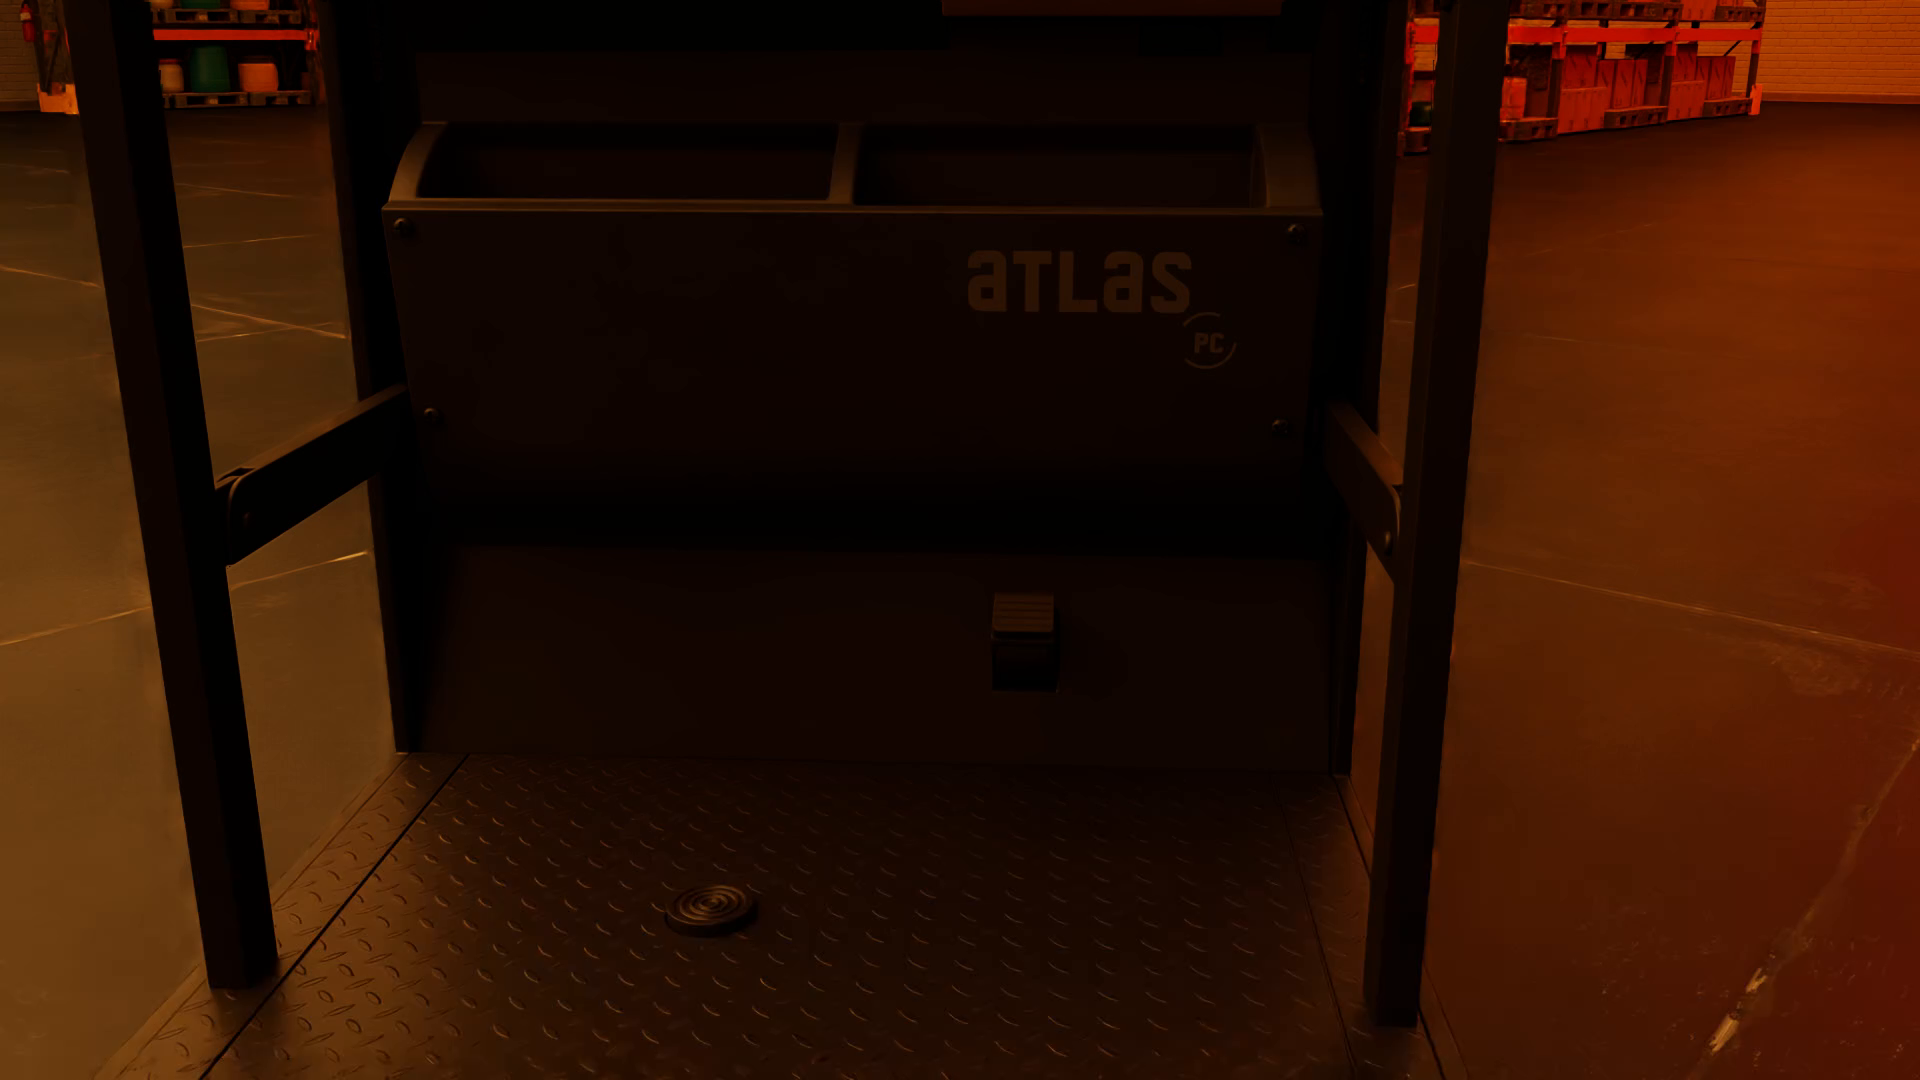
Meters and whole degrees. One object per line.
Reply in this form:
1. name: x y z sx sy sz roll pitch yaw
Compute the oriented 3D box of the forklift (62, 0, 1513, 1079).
1. forklift: -0.118 -0.747 1.359 1.130 2.935 3.031 1 17 3
